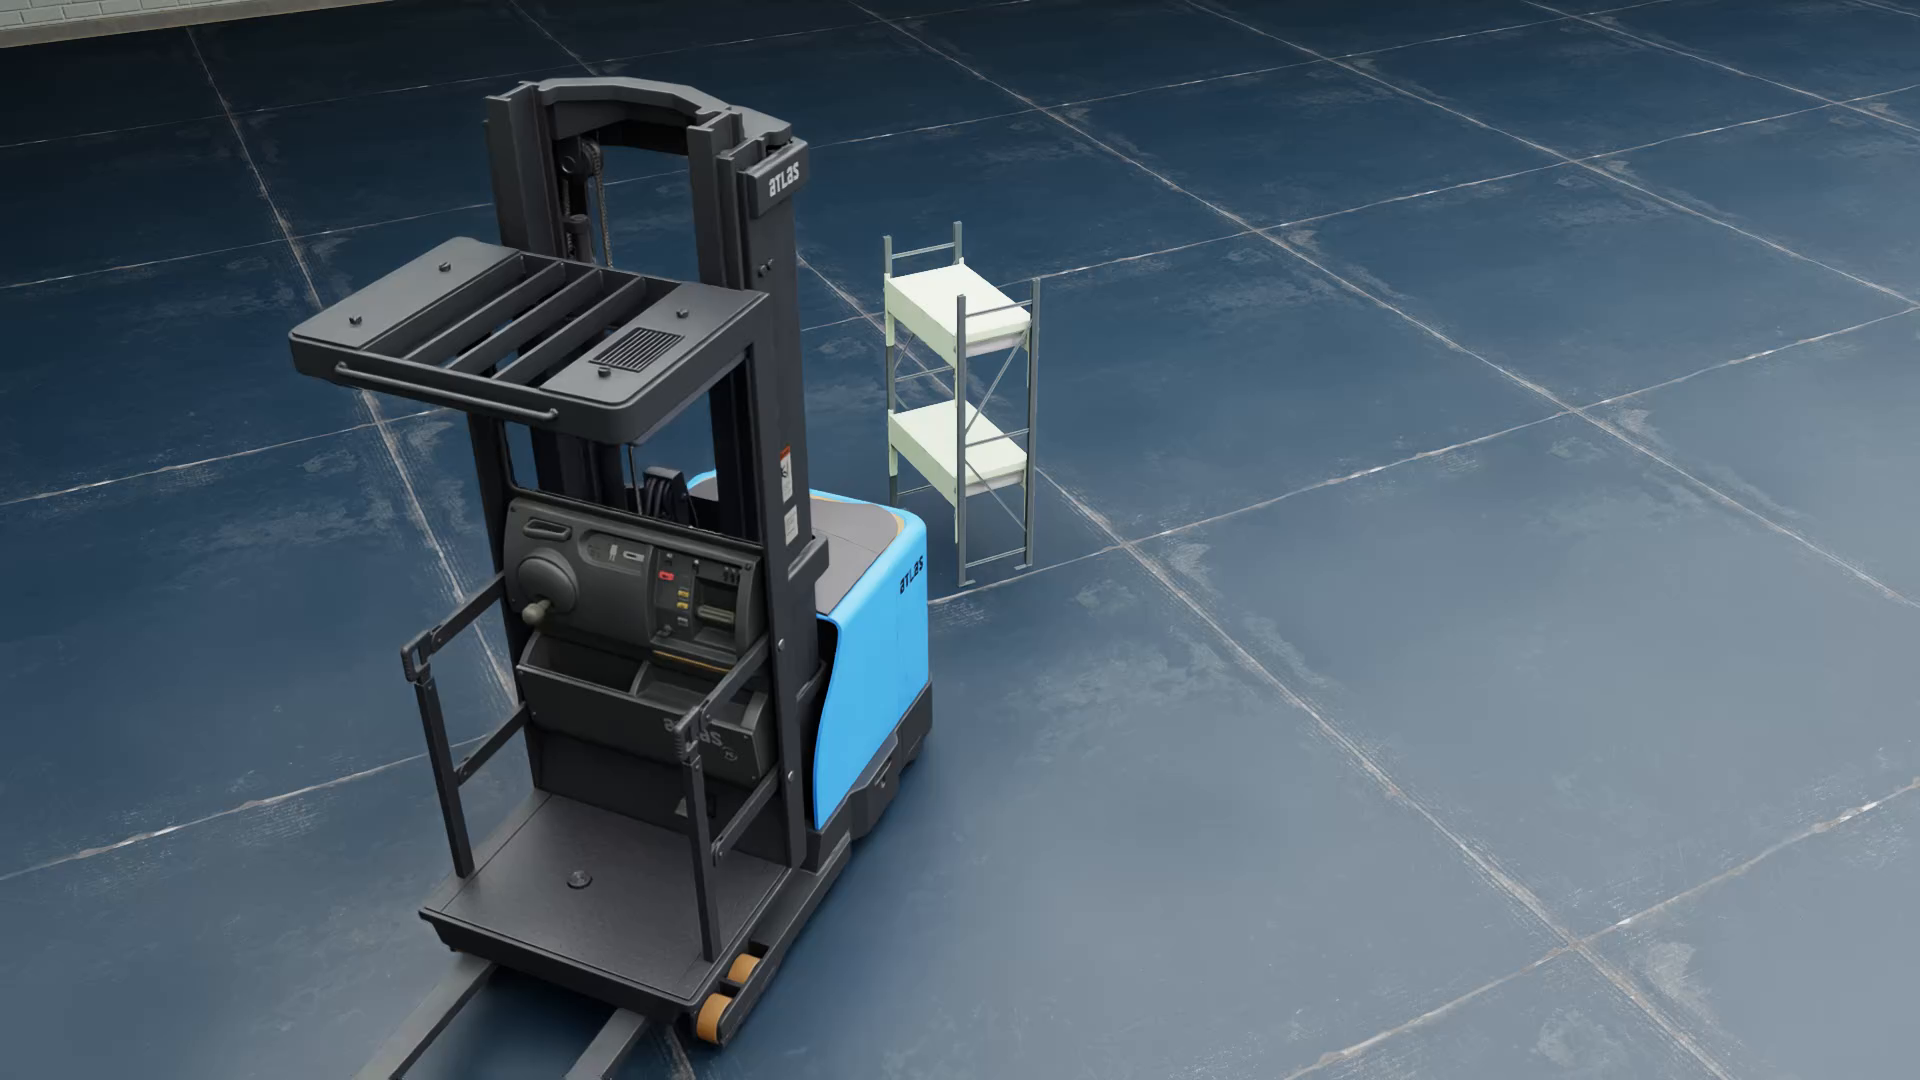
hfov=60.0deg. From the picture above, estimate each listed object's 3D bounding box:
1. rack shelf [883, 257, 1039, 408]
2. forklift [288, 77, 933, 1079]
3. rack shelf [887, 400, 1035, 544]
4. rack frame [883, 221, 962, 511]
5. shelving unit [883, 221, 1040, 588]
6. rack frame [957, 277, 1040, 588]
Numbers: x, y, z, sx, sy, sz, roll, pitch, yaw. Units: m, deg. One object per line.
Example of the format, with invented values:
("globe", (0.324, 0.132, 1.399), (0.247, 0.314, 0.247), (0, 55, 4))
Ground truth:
("rack shelf", (-0.003, -0.963, 7.640), (0.431, 0.370, 0.720), (-16, 36, -23))
("forklift", (-1.160, 0.198, 5.224), (1.130, 2.935, 3.031), (13, 35, 19))
("rack shelf", (-0.003, -0.360, 8.026), (0.431, 0.370, 0.720), (-16, 36, -23))
("rack frame", (-0.174, -0.809, 8.123), (0.400, 1.500, 0.023), (-16, 36, -23))
("shelving unit", (-0.003, -0.635, 7.850), (0.431, 1.500, 0.755), (-16, 36, -23))
("rack frame", (0.168, -0.460, 7.578), (0.400, 1.500, 0.023), (-16, 36, -23))
